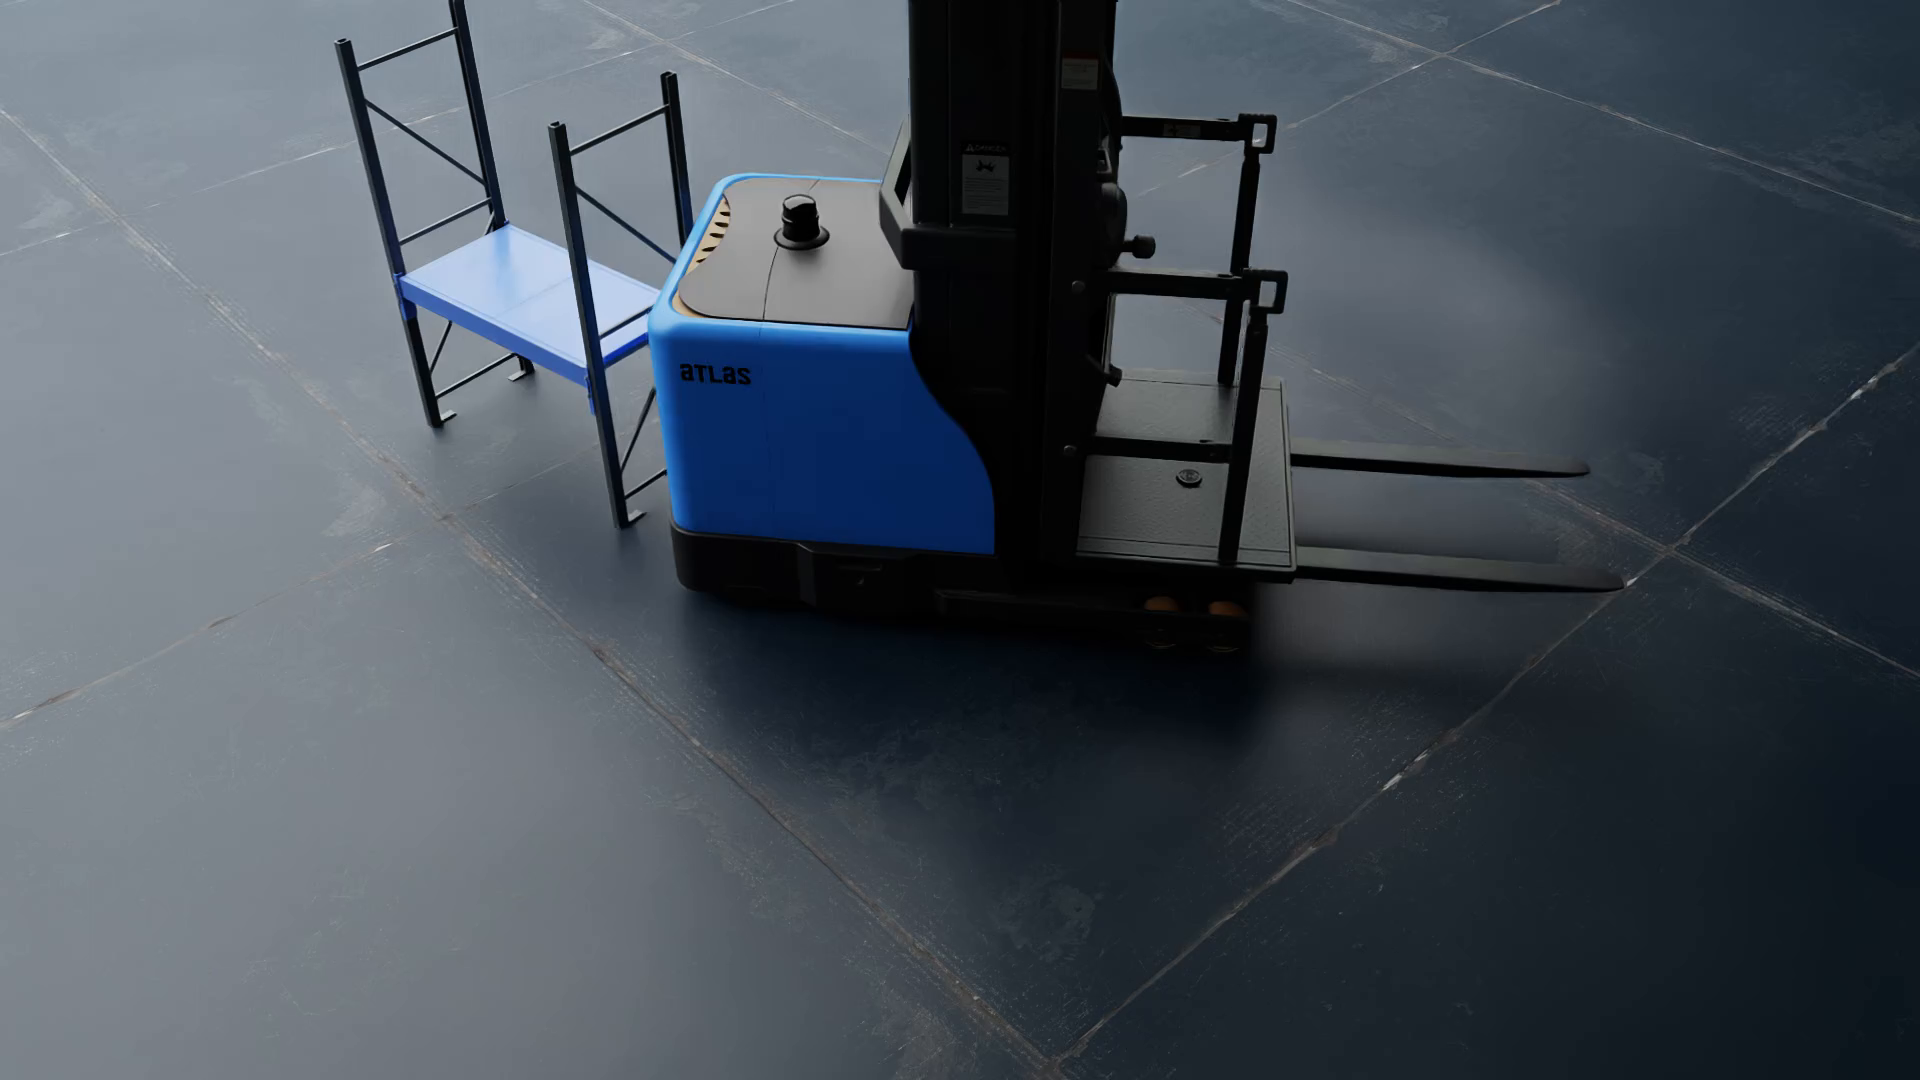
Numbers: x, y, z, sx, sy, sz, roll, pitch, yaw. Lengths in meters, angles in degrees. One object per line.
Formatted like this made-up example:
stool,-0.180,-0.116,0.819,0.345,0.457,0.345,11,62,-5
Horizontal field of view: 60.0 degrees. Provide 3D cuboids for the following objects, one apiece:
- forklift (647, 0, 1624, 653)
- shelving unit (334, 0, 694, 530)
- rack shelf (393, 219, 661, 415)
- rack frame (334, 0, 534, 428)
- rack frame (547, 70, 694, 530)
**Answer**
forklift,0.617,-1.137,4.825,3.031,2.935,1.130,4,39,5
shelving unit,-1.447,-0.943,5.724,1.048,1.500,0.538,26,46,28
rack shelf,-1.447,-0.803,5.837,1.000,0.185,0.538,26,46,28
rack frame,-1.850,-1.138,5.965,0.032,1.500,0.500,26,46,28
rack frame,-1.044,-0.748,5.483,0.032,1.500,0.500,26,46,28
